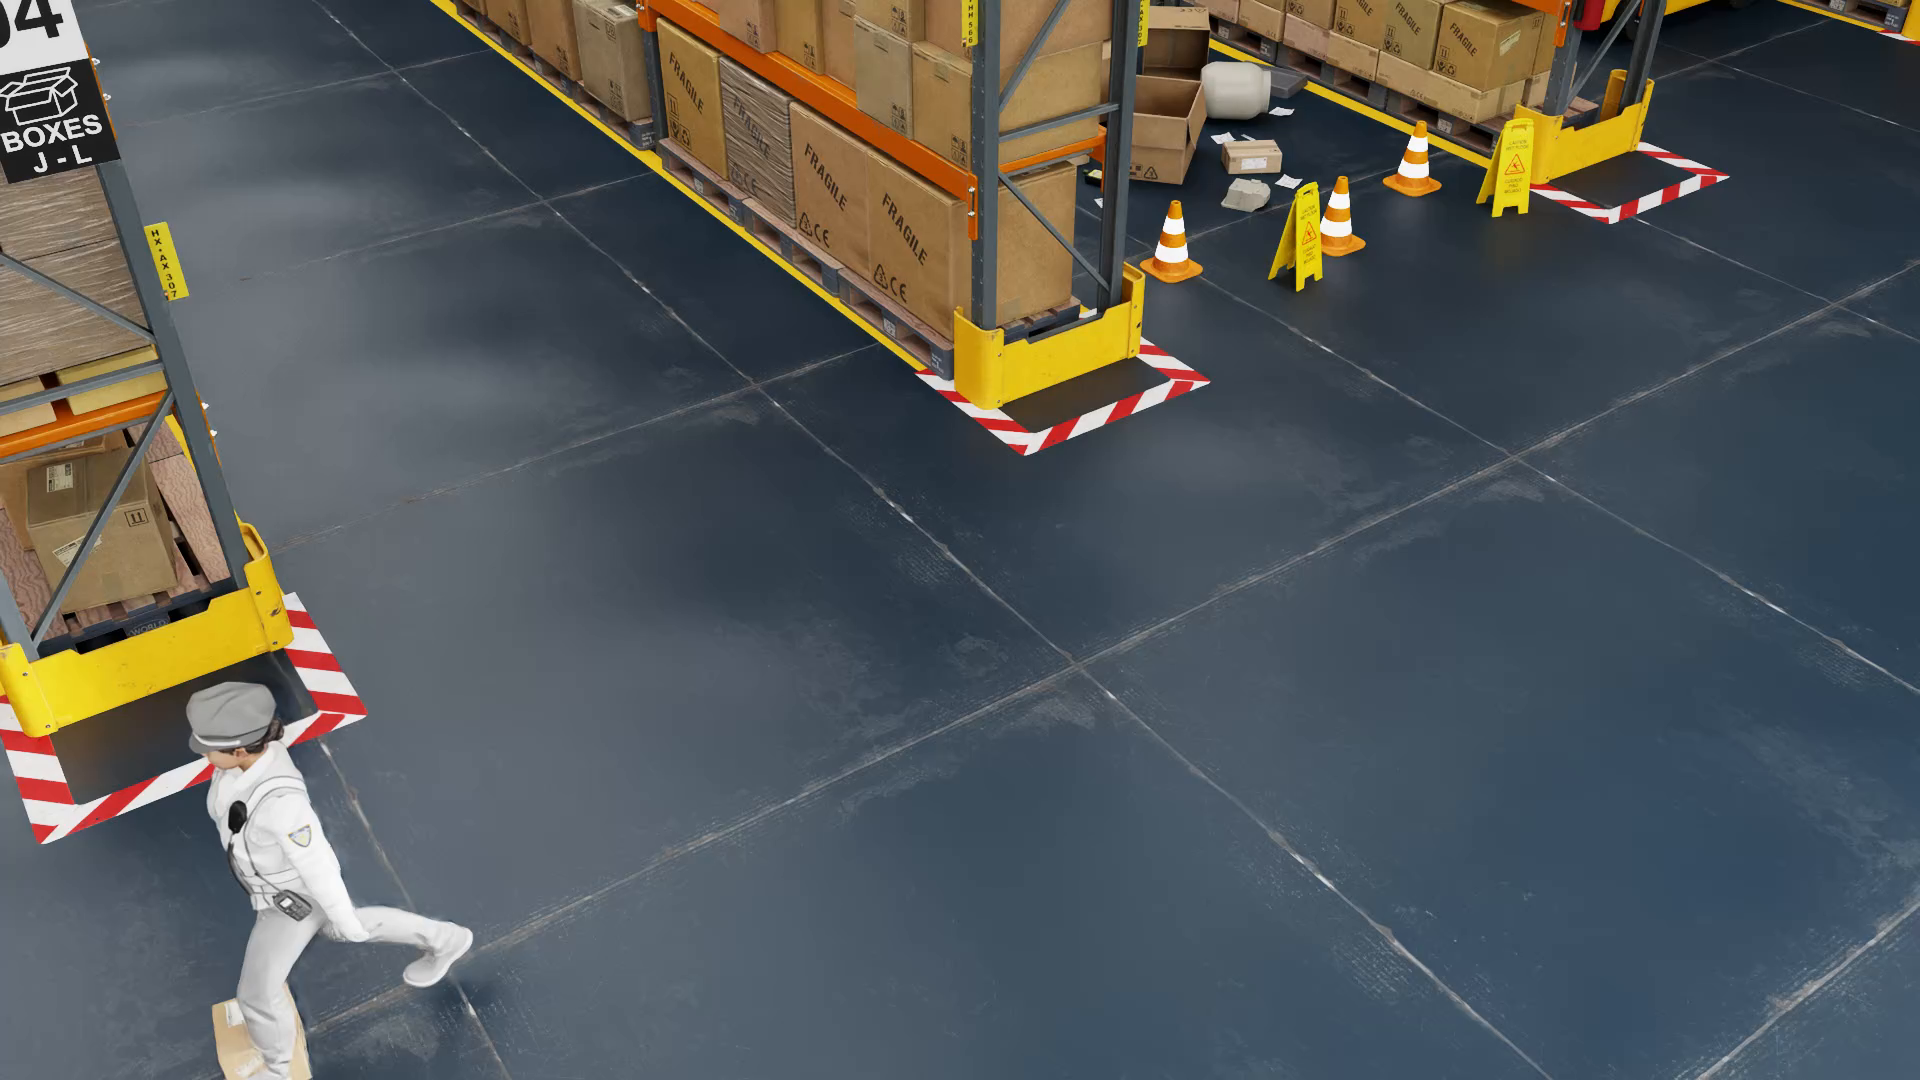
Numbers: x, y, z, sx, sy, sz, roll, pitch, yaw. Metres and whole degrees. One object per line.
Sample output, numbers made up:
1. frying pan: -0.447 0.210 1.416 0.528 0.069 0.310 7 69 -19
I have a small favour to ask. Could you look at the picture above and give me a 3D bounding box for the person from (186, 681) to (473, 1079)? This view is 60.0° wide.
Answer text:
1. person: -2.191 1.107 5.502 0.984 1.619 0.530 -20 41 -25
